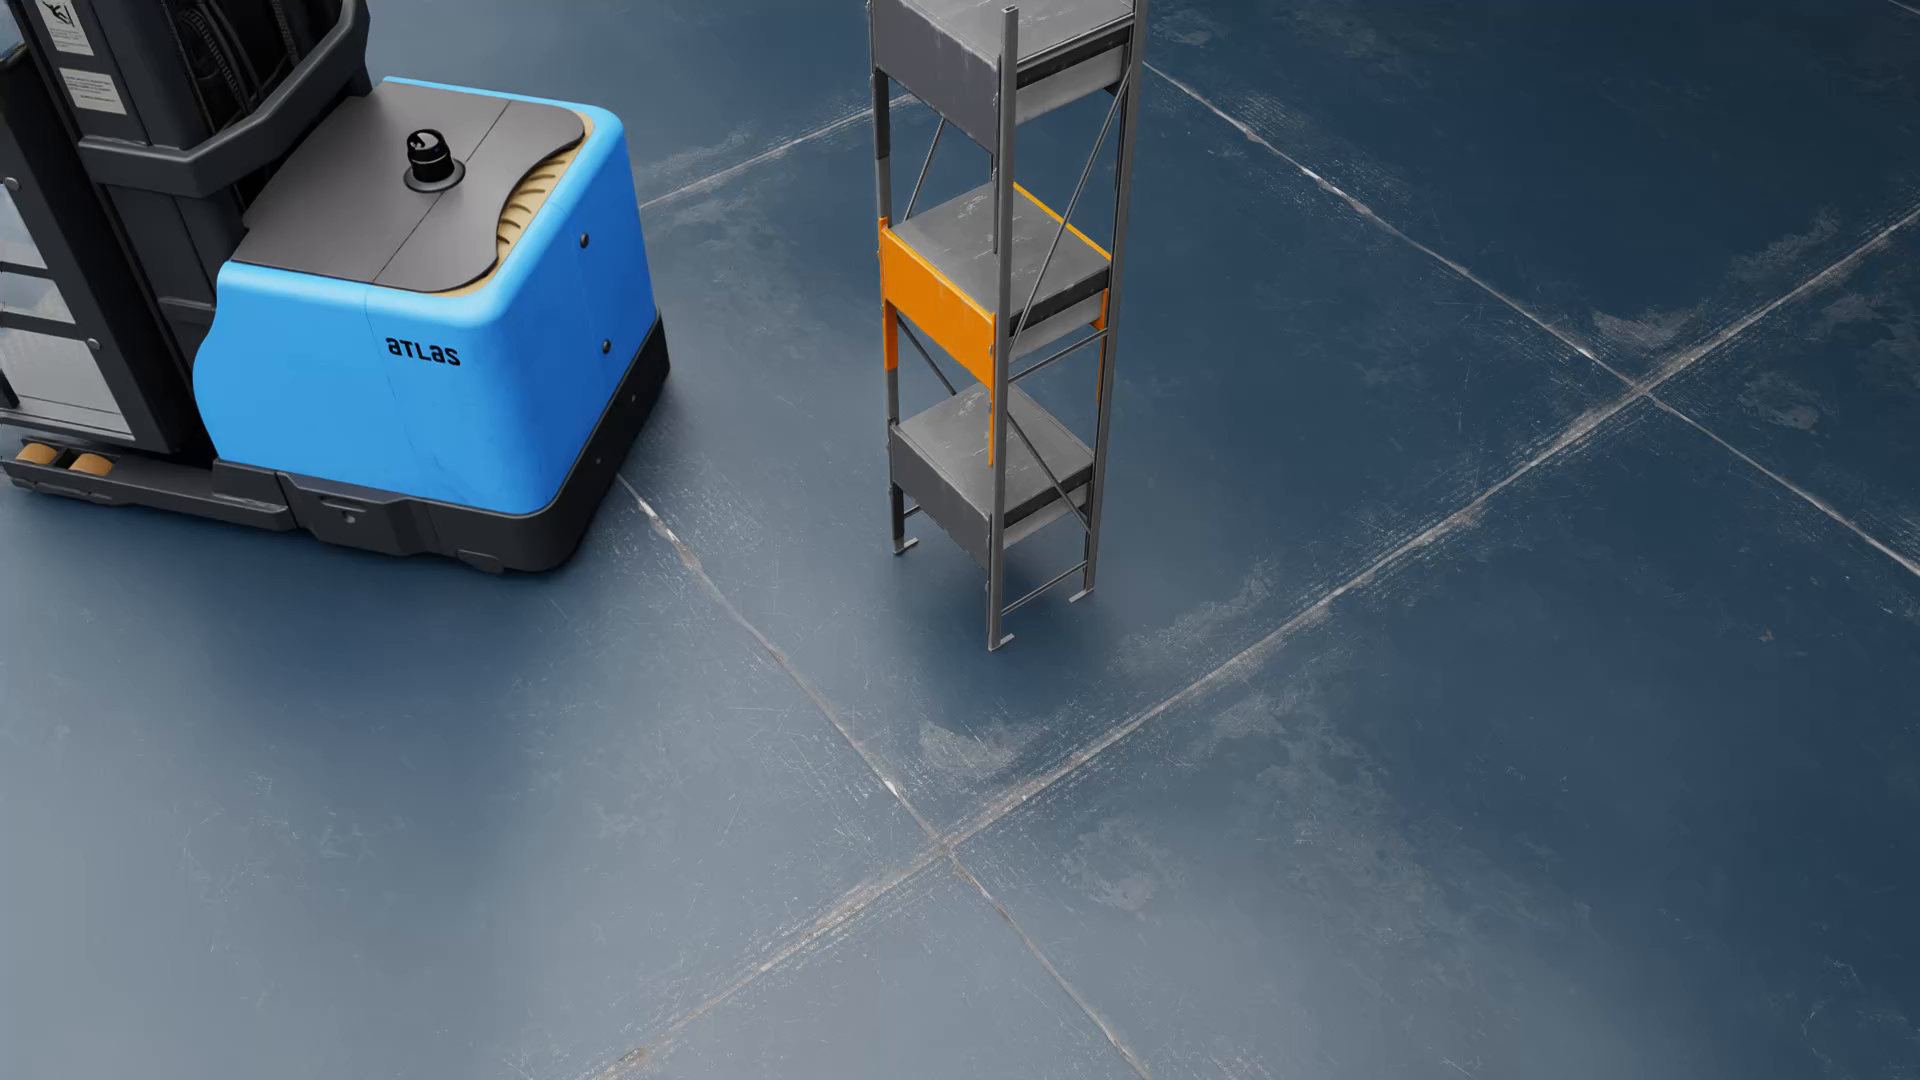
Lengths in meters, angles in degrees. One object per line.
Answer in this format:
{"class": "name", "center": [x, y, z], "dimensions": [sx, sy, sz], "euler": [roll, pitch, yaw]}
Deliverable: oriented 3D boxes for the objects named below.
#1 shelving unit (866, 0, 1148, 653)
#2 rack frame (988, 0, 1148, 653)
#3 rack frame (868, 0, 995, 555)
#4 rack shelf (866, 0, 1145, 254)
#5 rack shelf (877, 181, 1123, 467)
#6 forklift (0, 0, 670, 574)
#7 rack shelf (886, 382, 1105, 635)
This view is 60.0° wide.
{"class": "shelving unit", "center": [0.100, -0.608, 4.384], "dimensions": [0.431, 2.100, 0.503], "euler": [-29, 54, -24]}
{"class": "rack frame", "center": [0.248, -0.464, 4.253], "dimensions": [0.400, 2.100, 0.015], "euler": [-29, 54, -24]}
{"class": "rack frame", "center": [-0.048, -0.752, 4.514], "dimensions": [0.400, 2.100, 0.015], "euler": [-29, 54, -24]}
{"class": "rack shelf", "center": [0.100, -1.069, 3.875], "dimensions": [0.431, 0.518, 0.480], "euler": [-29, 54, -24]}
{"class": "rack shelf", "center": [0.100, -0.598, 4.394], "dimensions": [0.431, 0.518, 0.480], "euler": [-29, 54, -24]}
{"class": "forklift", "center": [-2.565, -1.470, 4.604], "dimensions": [3.031, 2.935, 1.130], "euler": [10, 49, 9]}
{"class": "rack shelf", "center": [0.100, -0.128, 4.912], "dimensions": [0.431, 0.518, 0.480], "euler": [-29, 54, -24]}
